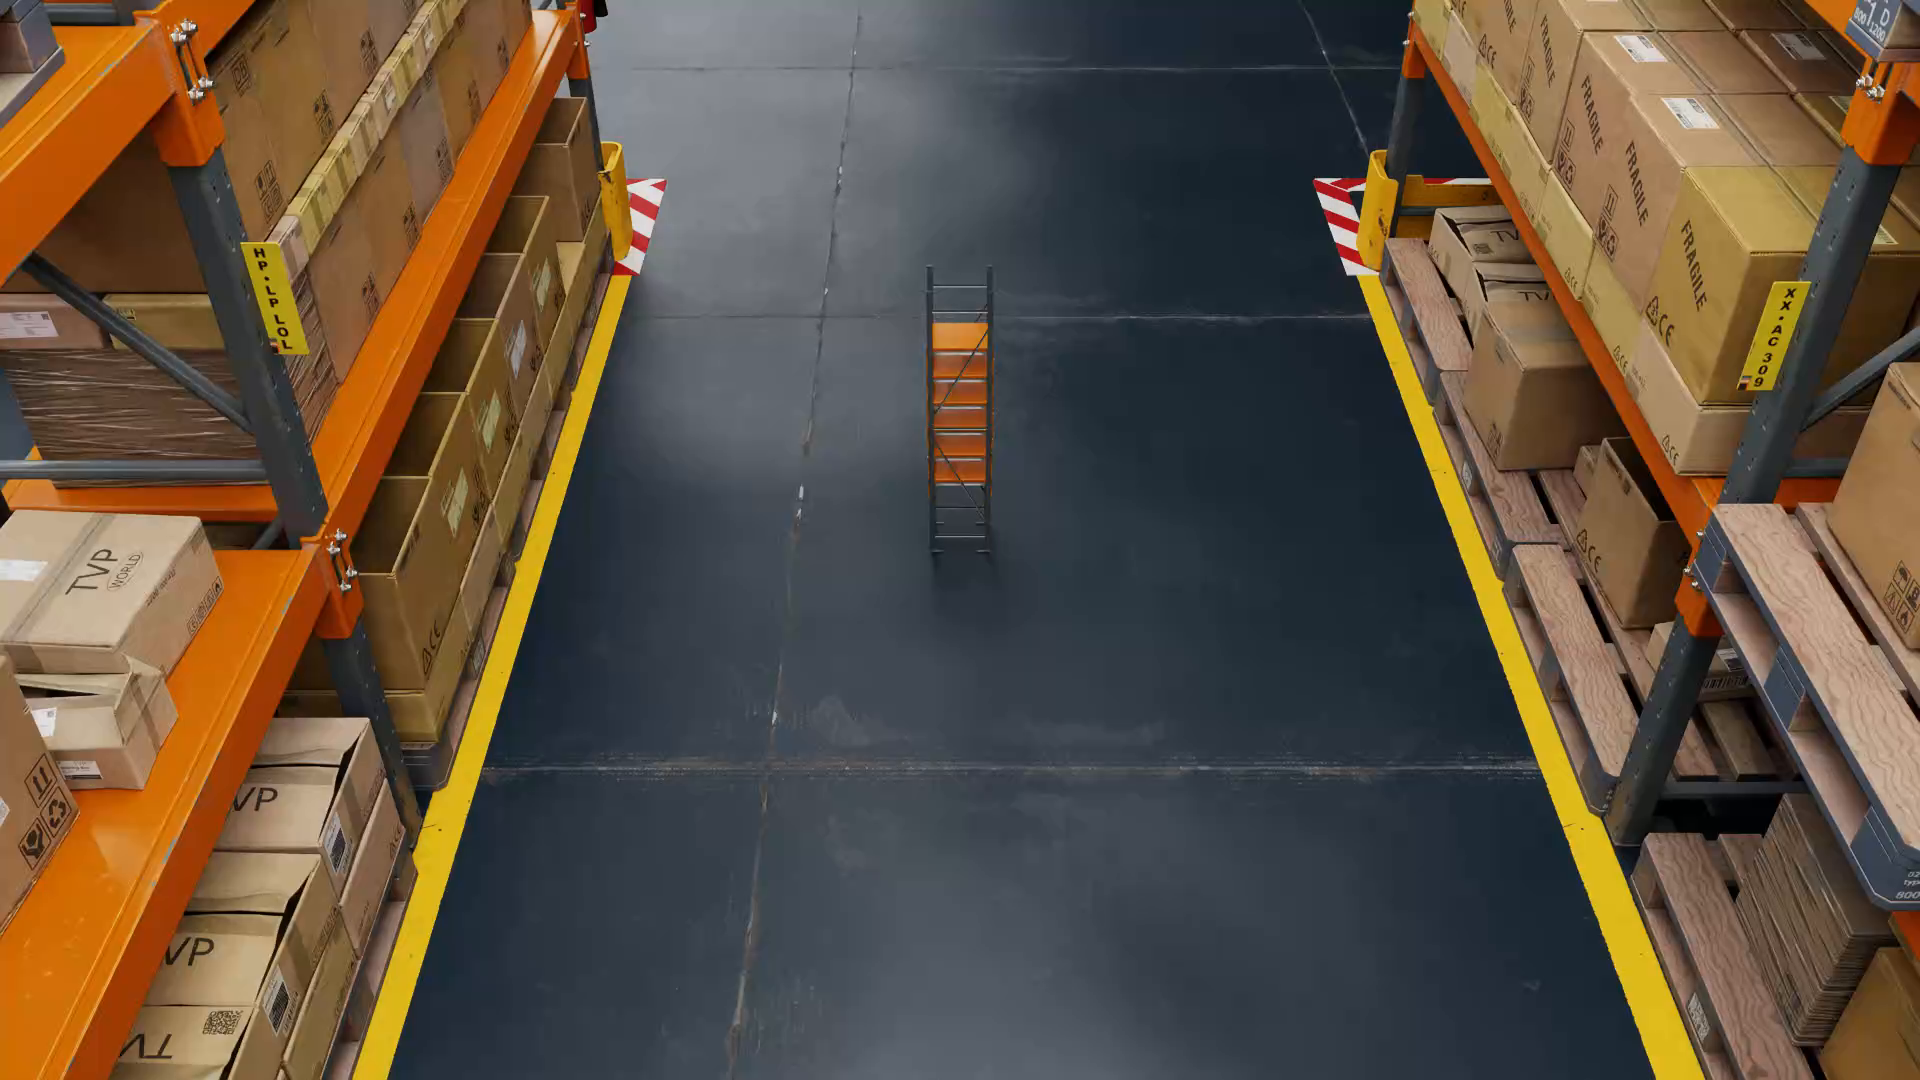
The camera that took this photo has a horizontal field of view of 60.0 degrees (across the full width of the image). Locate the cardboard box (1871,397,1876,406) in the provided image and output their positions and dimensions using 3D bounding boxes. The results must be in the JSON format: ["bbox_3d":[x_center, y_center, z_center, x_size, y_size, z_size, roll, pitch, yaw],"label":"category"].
[{"bbox_3d":[2.870,-0.437,5.001,0.500,0.250,0.500,0,39,0],"label":"cardboard box"}]

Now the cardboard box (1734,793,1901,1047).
[{"bbox_3d":[2.674,1.070,4.663,0.700,0.500,0.500,1,39,1],"label":"cardboard box"}]

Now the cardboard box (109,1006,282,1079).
[{"bbox_3d":[-2.005,1.393,4.028,0.500,0.311,0.500,0,39,0],"label":"cardboard box"}]

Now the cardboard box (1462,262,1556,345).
[{"bbox_3d":[2.563,-1.028,7.433,0.500,0.311,0.500,3,39,4],"label":"cardboard box"}]

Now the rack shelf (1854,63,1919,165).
[{"bbox_3d":[2.658,0.167,2.319,1.077,0.370,4.000,0,39,0],"label":"rack shelf"}]

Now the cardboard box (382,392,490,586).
[{"bbox_3d":[-1.993,-0.174,5.832,0.500,0.500,0.500,0,39,0],"label":"cardboard box"}]

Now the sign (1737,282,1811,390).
[{"bbox_3d":[2.114,-0.526,4.316,0.100,0.325,0.005,0,39,0],"label":"sign"}]

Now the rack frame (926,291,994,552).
[{"bbox_3d":[0.000,-0.420,6.315,0.240,1.200,0.006,0,39,0],"label":"rack frame"}]

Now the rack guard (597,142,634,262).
[{"bbox_3d":[-2.302,-1.729,8.507,1.175,0.500,0.348,0,39,0],"label":"rack guard"}]

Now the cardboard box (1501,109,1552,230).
[{"bbox_3d":[2.342,-1.379,6.177,0.500,0.250,0.500,0,39,0],"label":"cardboard box"}]

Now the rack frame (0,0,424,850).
[{"bbox_3d":[-2.298,-0.188,4.586,1.000,3.000,0.127,0,39,0],"label":"rack frame"}]

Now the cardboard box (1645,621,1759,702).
[{"bbox_3d":[2.626,0.406,5.759,0.380,0.166,0.250,-5,39,-6],"label":"cardboard box"}]

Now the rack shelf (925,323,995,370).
[{"bbox_3d":[0.000,-0.724,6.189,0.258,0.103,0.180,0,39,0],"label":"rack shelf"}]

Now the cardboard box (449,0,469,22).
[{"bbox_3d":[-2.110,-2.097,6.370,0.380,0.149,0.250,1,39,1],"label":"cardboard box"}]

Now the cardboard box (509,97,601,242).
[{"bbox_3d":[-2.004,-1.737,7.783,0.500,0.500,0.500,0,39,0],"label":"cardboard box"}]

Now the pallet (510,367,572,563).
[{"bbox_3d":[-2.261,-0.362,7.033,1.003,0.211,1.213,0,39,0],"label":"pallet"}]

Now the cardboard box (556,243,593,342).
[{"bbox_3d":[-1.993,-1.132,7.627,0.500,0.250,0.500,0,39,0],"label":"cardboard box"}]

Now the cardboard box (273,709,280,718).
[{"bbox_3d":[-2.517,0.432,5.676,0.500,0.250,0.500,0,39,0],"label":"cardboard box"}]

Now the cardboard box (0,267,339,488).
[{"bbox_3d":[-2.304,-0.504,4.901,0.700,0.500,0.500,-1,39,-1],"label":"cardboard box"}]

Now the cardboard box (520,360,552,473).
[{"bbox_3d":[-1.992,-0.507,6.847,0.500,0.250,0.500,0,39,0],"label":"cardboard box"}]

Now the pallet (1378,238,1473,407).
[{"bbox_3d":[2.617,-1.051,7.893,1.003,0.211,1.213,0,39,0],"label":"pallet"}]

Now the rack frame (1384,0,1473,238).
[{"bbox_3d":[2.652,-2.695,7.714,1.000,3.000,0.127,0,39,0],"label":"rack frame"}]

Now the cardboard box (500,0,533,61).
[{"bbox_3d":[-2.314,-2.436,7.311,0.700,0.500,0.500,0,39,0],"label":"cardboard box"}]

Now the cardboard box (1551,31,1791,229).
[{"bbox_3d":[2.350,-1.358,5.550,0.500,0.500,0.500,-1,39,-1],"label":"cardboard box"}]

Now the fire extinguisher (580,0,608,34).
[{"bbox_3d":[-1.838,-2.733,7.824,0.296,0.674,0.183,0,39,0],"label":"fire extinguisher"}]

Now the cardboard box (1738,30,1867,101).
[{"bbox_3d":[2.873,-1.365,5.559,0.500,0.500,0.500,1,39,1],"label":"cardboard box"}]

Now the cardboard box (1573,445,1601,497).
[{"bbox_3d":[2.674,-0.253,6.595,0.380,0.149,0.250,-3,39,-4],"label":"cardboard box"}]

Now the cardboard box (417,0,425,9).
[{"bbox_3d":[-2.307,-2.265,6.061,0.700,0.500,0.500,0,39,0],"label":"cardboard box"}]

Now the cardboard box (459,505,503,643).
[{"bbox_3d":[-1.990,0.119,6.066,0.500,0.250,0.500,0,39,0],"label":"cardboard box"}]

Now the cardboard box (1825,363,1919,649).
[{"bbox_3d":[2.623,-0.086,4.027,0.700,0.500,0.500,0,39,0],"label":"cardboard box"}]

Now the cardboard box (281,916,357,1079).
[{"bbox_3d":[-2.008,1.297,4.596,0.500,0.250,0.500,-1,39,-1],"label":"cardboard box"}]

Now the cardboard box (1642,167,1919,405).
[{"bbox_3d":[2.346,-0.731,4.768,0.500,0.500,0.500,0,39,0],"label":"cardboard box"}]

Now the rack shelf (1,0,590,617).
[{"bbox_3d":[-2.300,-1.158,6.371,1.077,0.370,4.000,0,39,0],"label":"rack shelf"}]

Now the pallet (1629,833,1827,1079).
[{"bbox_3d":[2.659,1.381,4.857,1.003,0.211,1.213,0,39,0],"label":"pallet"}]

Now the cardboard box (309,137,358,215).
[{"bbox_3d":[-2.108,-1.130,5.163,0.380,0.149,0.250,0,39,0],"label":"cardboard box"}]

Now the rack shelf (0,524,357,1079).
[{"bbox_3d":[-2.295,1.344,3.250,1.077,0.370,4.000,0,39,0],"label":"rack shelf"}]

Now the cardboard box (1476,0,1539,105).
[{"bbox_3d":[2.336,-2.006,6.359,0.500,0.500,0.500,-1,39,-2],"label":"cardboard box"}]

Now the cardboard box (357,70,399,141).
[{"bbox_3d":[-2.110,-1.454,5.567,0.380,0.149,0.250,-1,39,-1],"label":"cardboard box"}]

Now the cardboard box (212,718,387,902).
[{"bbox_3d":[-2.010,0.756,4.823,0.500,0.311,0.500,0,39,0],"label":"cardboard box"}]

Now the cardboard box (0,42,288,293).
[{"bbox_3d":[-2.304,-1.010,4.495,0.700,0.500,0.500,0,39,0],"label":"cardboard box"}]

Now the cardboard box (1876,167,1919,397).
[{"bbox_3d":[2.864,-0.730,4.766,0.500,0.500,0.500,-1,39,-1],"label":"cardboard box"}]

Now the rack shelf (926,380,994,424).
[{"bbox_3d":[0.000,-0.536,6.339,0.258,0.103,0.180,0,39,0],"label":"rack shelf"}]

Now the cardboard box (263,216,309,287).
[{"bbox_3d":[-2.105,-0.805,4.757,0.380,0.149,0.250,0,39,1],"label":"cardboard box"}]

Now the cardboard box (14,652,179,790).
[{"bbox_3d":[-2.113,0.414,3.942,0.396,0.266,0.258,-1,39,-1],"label":"cardboard box"}]

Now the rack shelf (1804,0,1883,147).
[{"bbox_3d":[2.654,-2.334,5.441,1.077,0.370,4.000,0,39,0],"label":"rack shelf"}]

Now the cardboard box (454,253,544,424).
[{"bbox_3d":[-1.989,-0.799,6.612,0.500,0.500,0.500,0,39,0],"label":"cardboard box"}]

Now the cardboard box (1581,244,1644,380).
[{"bbox_3d":[2.360,-0.750,5.392,0.500,0.250,0.500,0,39,0],"label":"cardboard box"}]

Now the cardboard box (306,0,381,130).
[{"bbox_3d":[-2.306,-1.640,5.280,0.700,0.500,0.500,0,39,0],"label":"cardboard box"}]

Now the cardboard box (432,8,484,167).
[{"bbox_3d":[-2.314,-1.797,6.514,0.700,0.500,0.500,0,39,0],"label":"cardboard box"}]

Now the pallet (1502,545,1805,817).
[{"bbox_3d":[2.620,0.475,5.989,1.003,0.211,1.213,0,39,0],"label":"pallet"}]

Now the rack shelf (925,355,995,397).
[{"bbox_3d":[0.000,-0.630,6.264,0.258,0.103,0.180,0,39,0],"label":"rack shelf"}]

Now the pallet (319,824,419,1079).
[{"bbox_3d":[-2.258,1.361,4.883,1.003,0.211,1.213,0,39,0],"label":"pallet"}]

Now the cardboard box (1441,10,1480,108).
[{"bbox_3d":[2.349,-2.014,6.969,0.500,0.250,0.500,-1,39,-1],"label":"cardboard box"}]

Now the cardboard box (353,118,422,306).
[{"bbox_3d":[-2.308,-1.148,5.704,0.700,0.500,0.500,1,39,1],"label":"cardboard box"}]

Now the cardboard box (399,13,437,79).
[{"bbox_3d":[-2.107,-1.772,5.964,0.380,0.149,0.250,-1,39,-1],"label":"cardboard box"}]

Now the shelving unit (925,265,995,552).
[{"bbox_3d":[0.000,-0.477,6.386,0.258,1.200,0.189,0,39,0],"label":"shelving unit"}]
